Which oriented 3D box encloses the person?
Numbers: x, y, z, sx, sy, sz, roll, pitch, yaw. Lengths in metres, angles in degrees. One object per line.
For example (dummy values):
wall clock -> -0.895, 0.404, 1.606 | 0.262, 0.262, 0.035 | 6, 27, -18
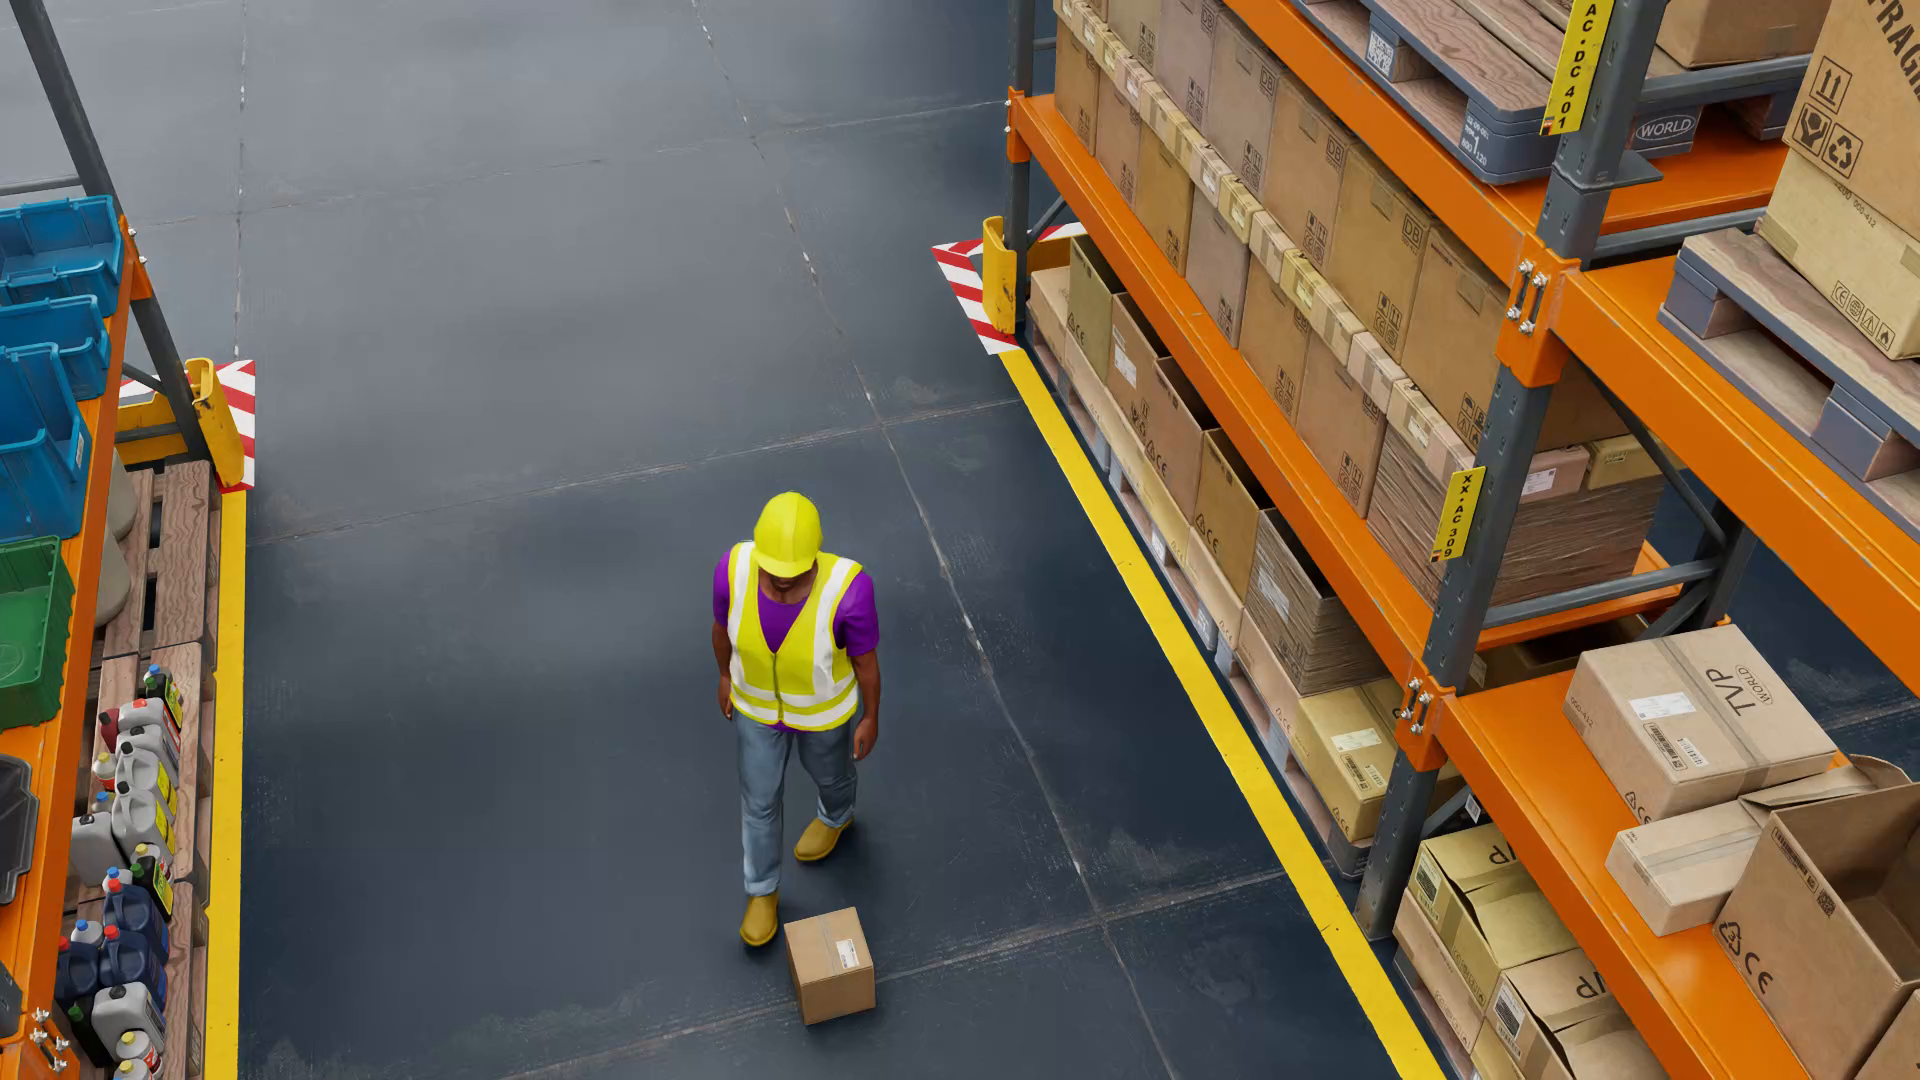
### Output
person -> -0.569, 0.590, 5.480 | 0.587, 1.759, 0.732 | 8, 43, 9
